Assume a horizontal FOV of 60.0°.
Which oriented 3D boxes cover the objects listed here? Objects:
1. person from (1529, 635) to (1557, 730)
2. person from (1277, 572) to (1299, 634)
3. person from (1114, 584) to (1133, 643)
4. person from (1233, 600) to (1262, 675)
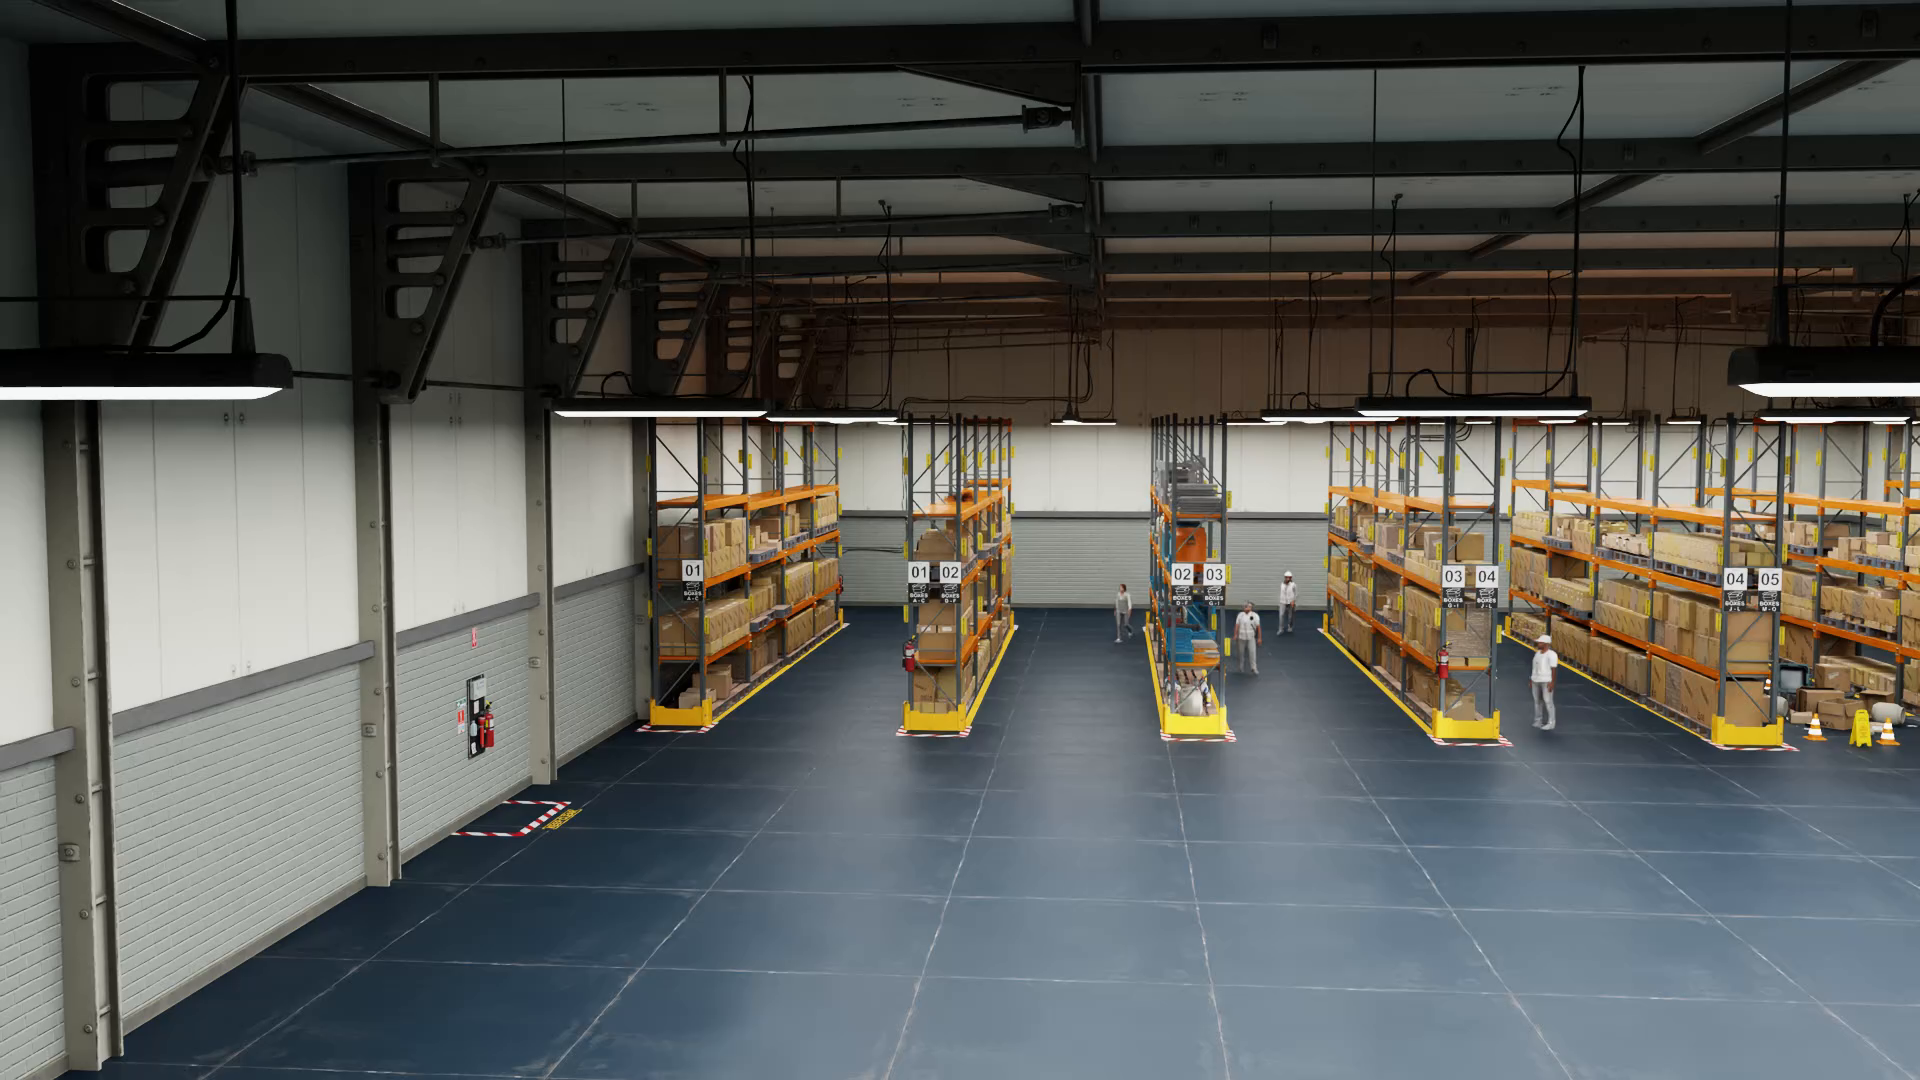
[{"bbox_3d":[11.123,2.702,31.780,0.494,1.765,0.587,-3,5,-39],"label":"person"},{"bbox_3d":[9.120,1.733,46.144,0.544,1.713,1.027,1,4,15],"label":"person"},{"bbox_3d":[4.372,1.943,44.391,0.480,1.571,0.595,2,4,27],"label":"person"},{"bbox_3d":[6.663,2.248,38.503,0.678,1.716,1.080,0,4,-1],"label":"person"}]
